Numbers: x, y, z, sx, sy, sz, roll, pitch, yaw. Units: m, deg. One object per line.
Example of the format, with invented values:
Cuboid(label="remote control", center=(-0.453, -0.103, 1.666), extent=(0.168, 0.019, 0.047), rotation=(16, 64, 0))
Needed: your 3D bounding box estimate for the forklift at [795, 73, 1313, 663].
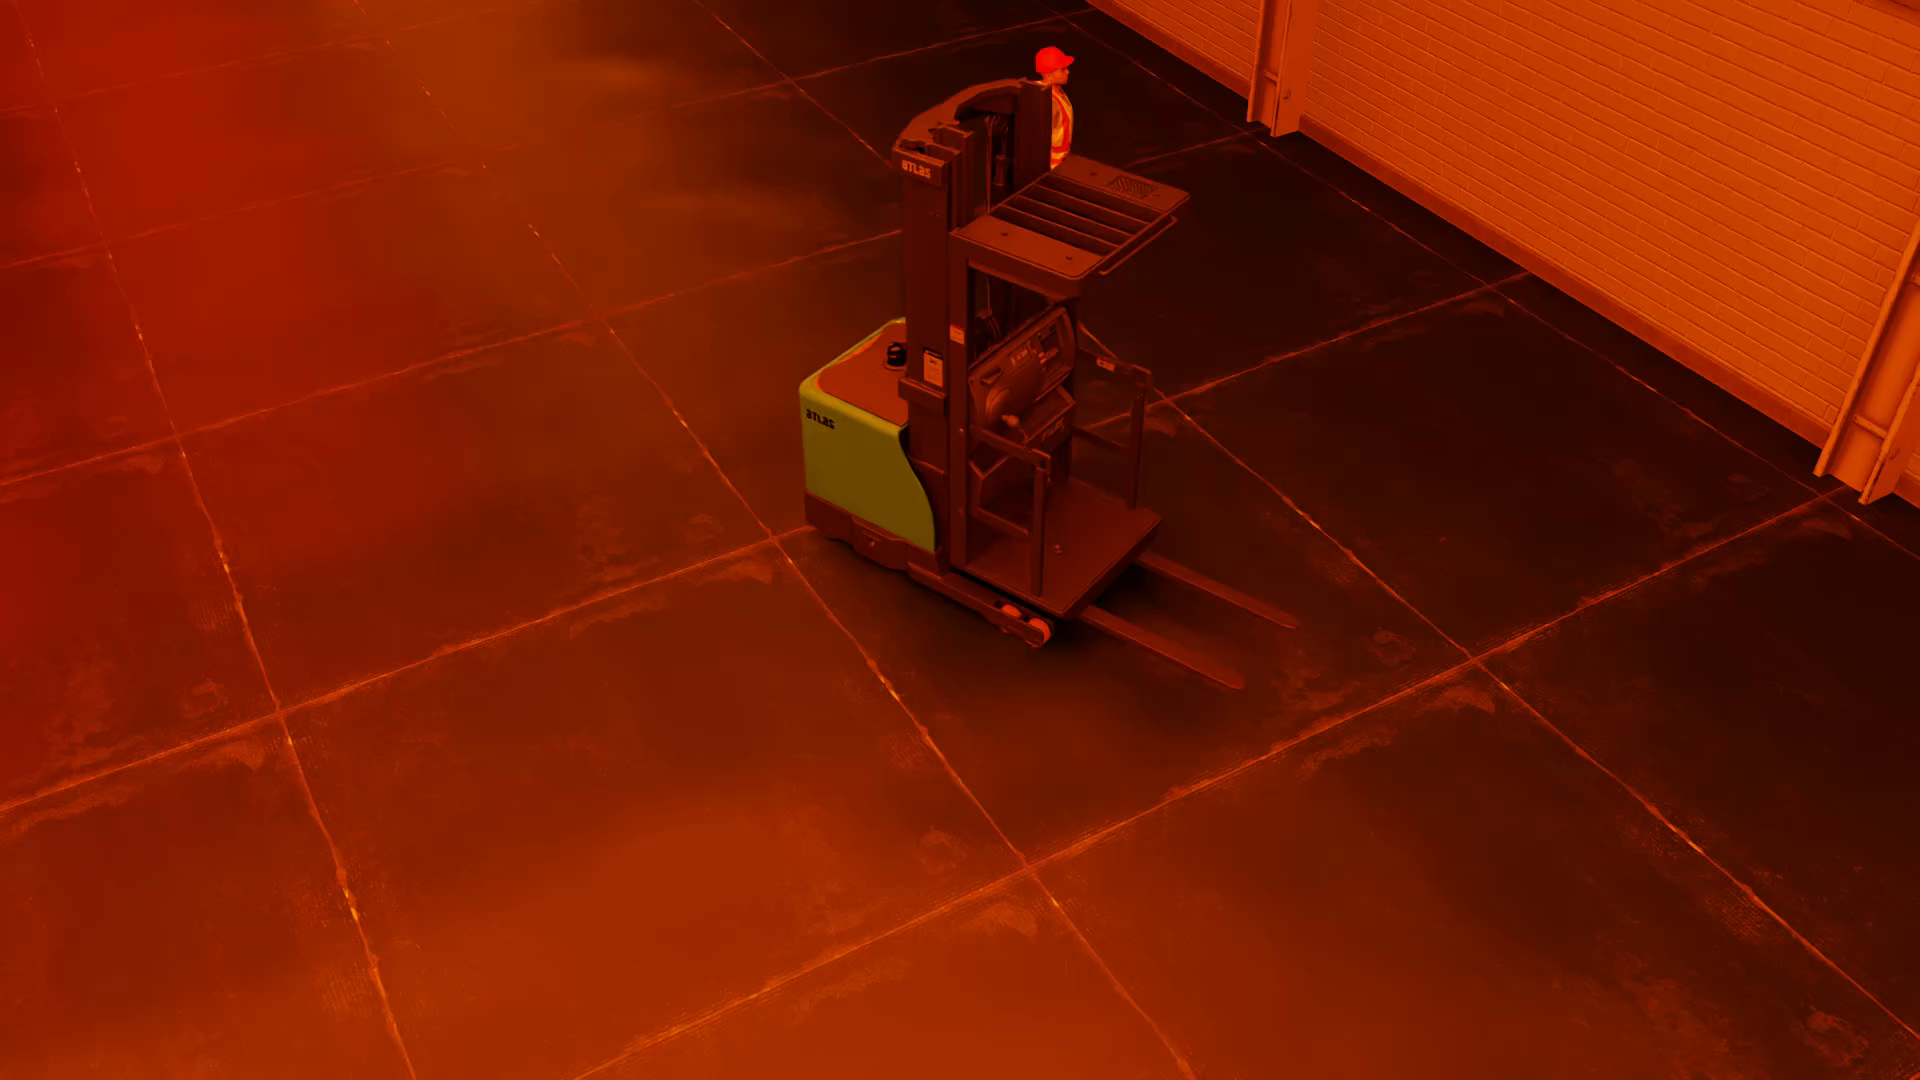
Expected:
Cuboid(label="forklift", center=(0.560, -0.941, 9.171), extent=(3.031, 2.935, 1.130), rotation=(20, 44, 22))

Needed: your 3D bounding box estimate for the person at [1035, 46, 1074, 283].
Cuboid(label="person", center=(0.684, -2.778, 12.280), extent=(0.368, 1.795, 0.525), rotation=(1, 40, 2))
